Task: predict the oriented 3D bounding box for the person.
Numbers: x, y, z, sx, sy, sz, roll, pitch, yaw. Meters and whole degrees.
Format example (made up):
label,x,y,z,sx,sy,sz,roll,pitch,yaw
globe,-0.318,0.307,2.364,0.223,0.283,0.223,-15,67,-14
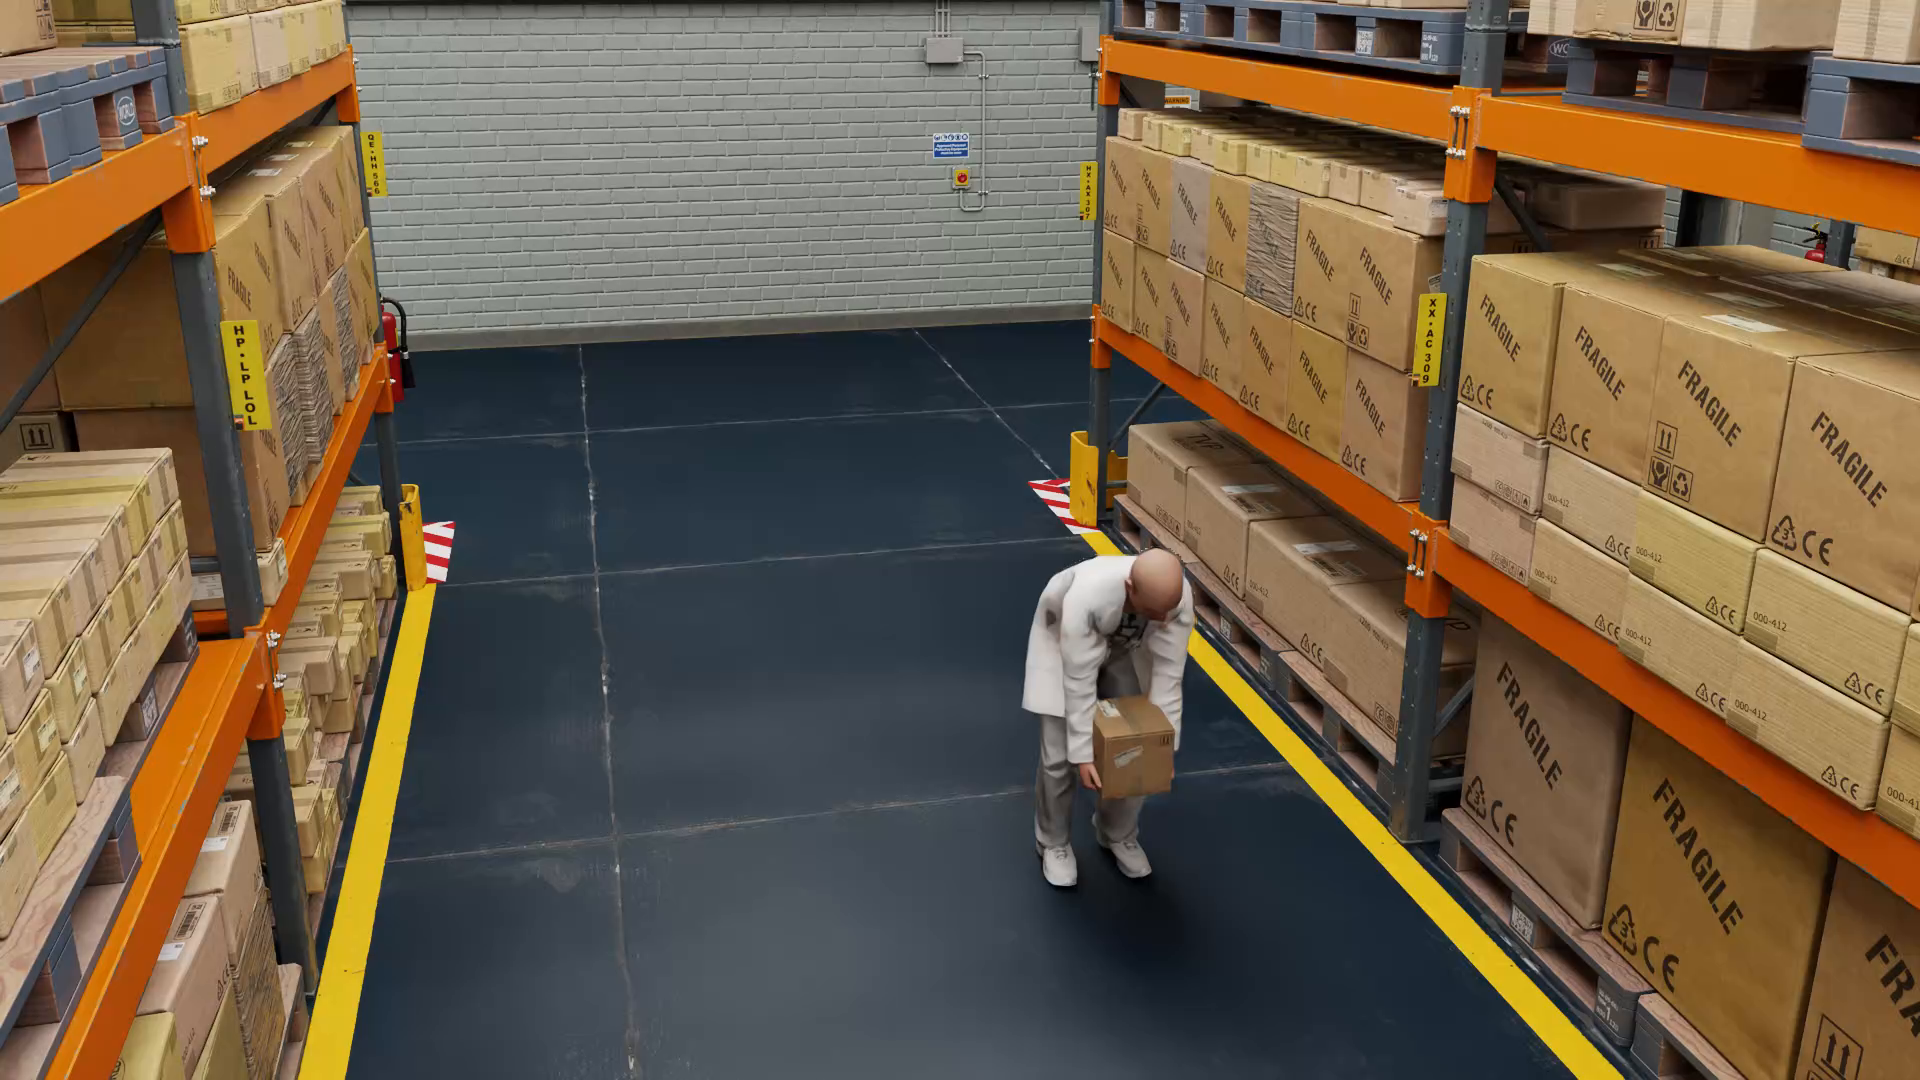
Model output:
label,x,y,z,sx,sy,sz,roll,pitch,yaw
person,0.538,0.608,5.883,0.552,1.435,0.859,-5,20,-14
